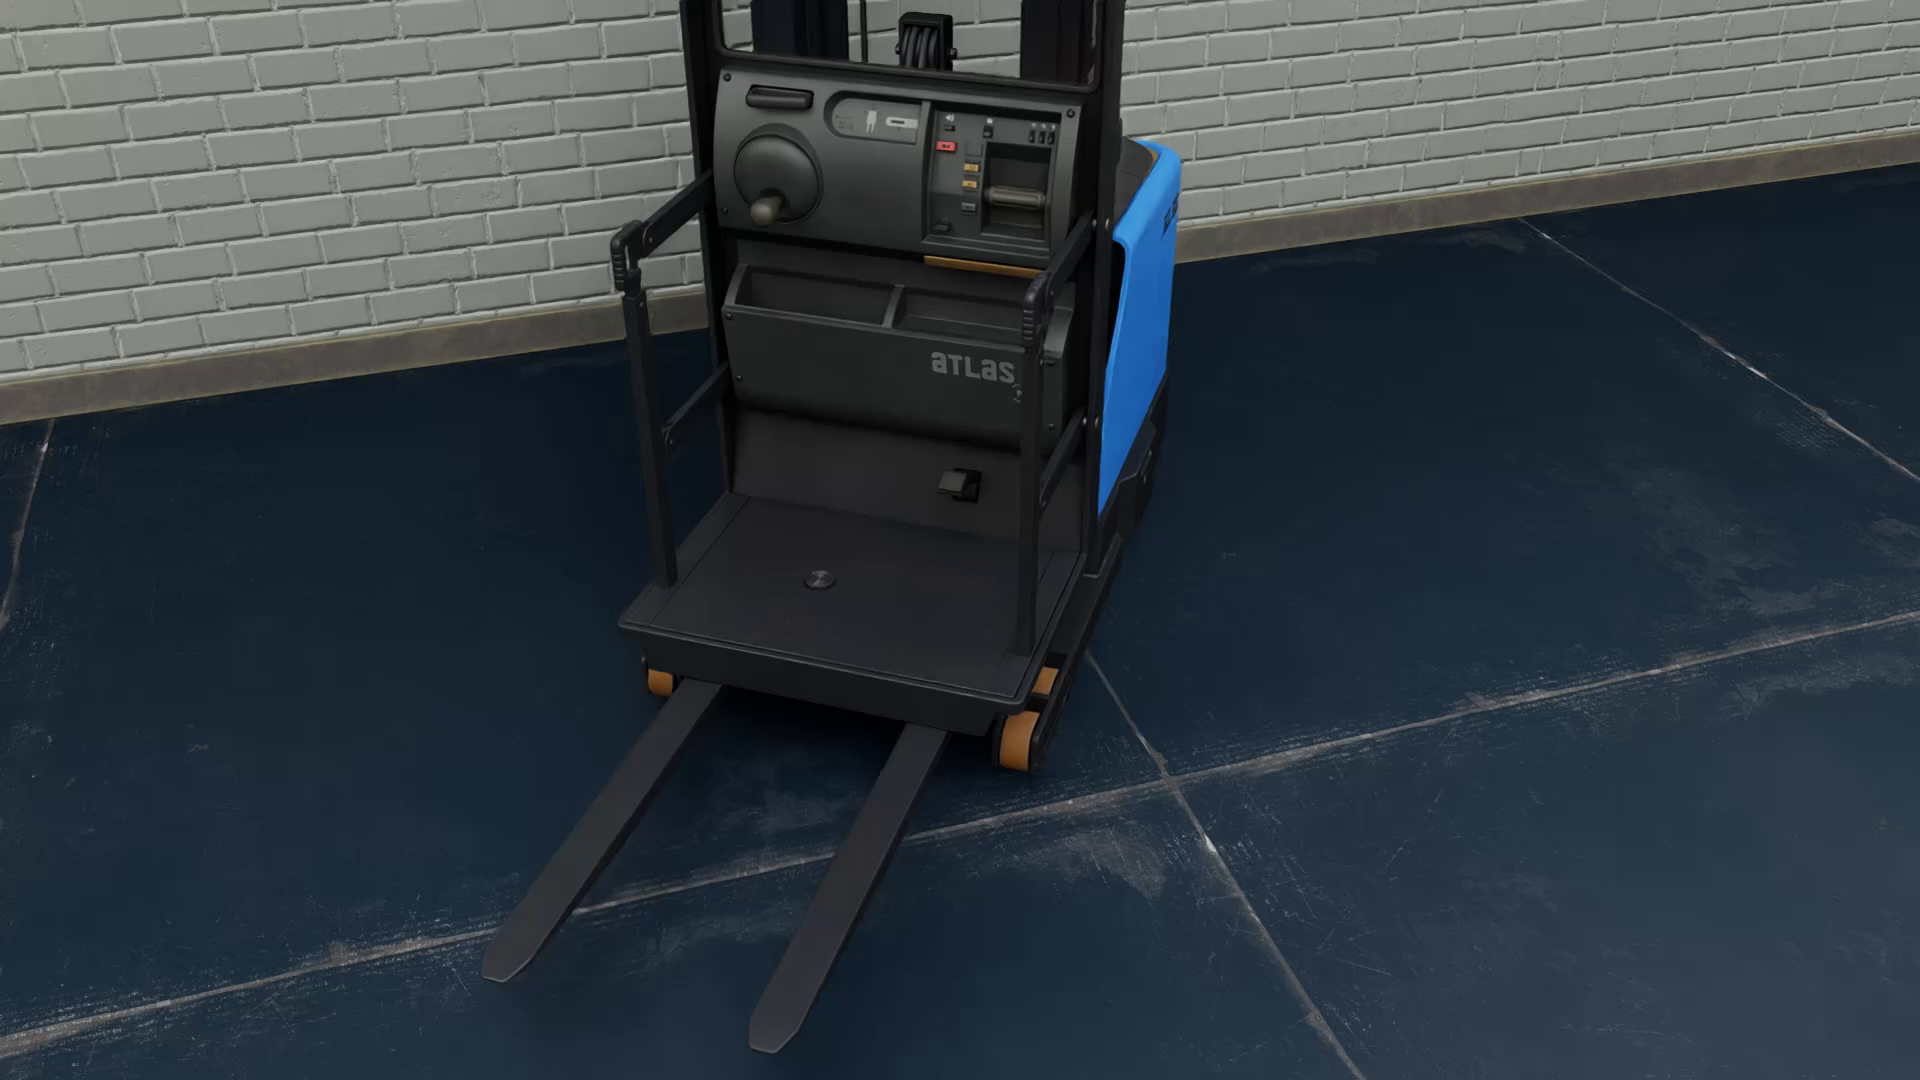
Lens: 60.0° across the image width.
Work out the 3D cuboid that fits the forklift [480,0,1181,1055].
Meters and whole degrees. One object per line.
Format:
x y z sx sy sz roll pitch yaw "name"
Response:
-0.228 -0.867 3.903 1.130 2.935 3.031 10 35 15 "forklift"
